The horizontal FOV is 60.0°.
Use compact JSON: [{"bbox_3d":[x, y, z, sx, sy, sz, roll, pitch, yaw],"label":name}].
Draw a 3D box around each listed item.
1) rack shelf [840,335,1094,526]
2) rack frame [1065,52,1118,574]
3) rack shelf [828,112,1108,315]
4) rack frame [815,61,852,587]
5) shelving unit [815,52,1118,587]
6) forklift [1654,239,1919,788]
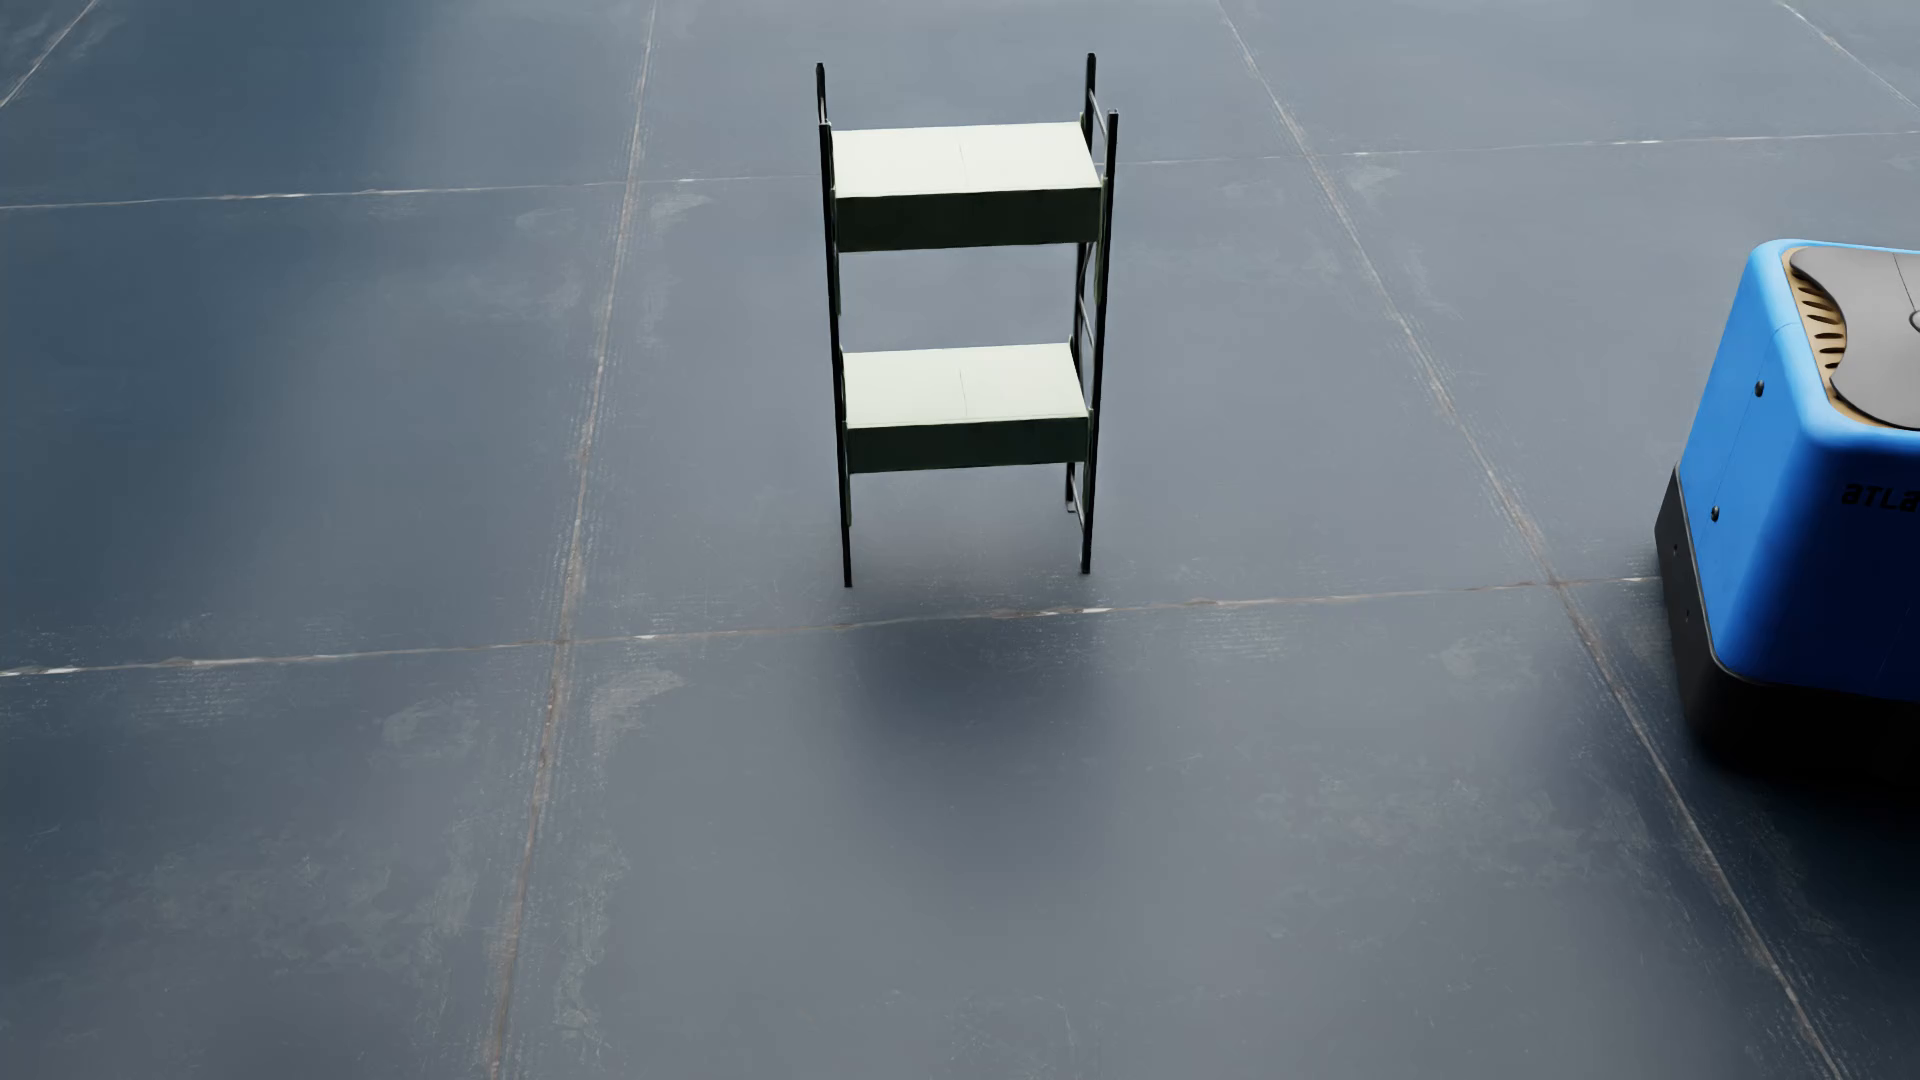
[{"bbox_3d":[0.007,-0.333,4.988,0.720,0.370,0.431,-3,38,-4],"label":"rack shelf"},{"bbox_3d":[0.371,-0.609,4.811,0.023,1.500,0.400,-3,38,-4],"label":"rack frame"},{"bbox_3d":[0.007,-0.896,4.544,0.720,0.370,0.431,-3,38,-4],"label":"rack shelf"},{"bbox_3d":[-0.358,-0.569,4.760,0.023,1.500,0.400,-3,38,-4],"label":"rack frame"},{"bbox_3d":[0.007,-0.589,4.786,0.755,1.500,0.431,-3,38,-4],"label":"shelving unit"},{"bbox_3d":[3.544,-0.661,3.722,3.031,2.935,1.130,8,39,10],"label":"forklift"}]
